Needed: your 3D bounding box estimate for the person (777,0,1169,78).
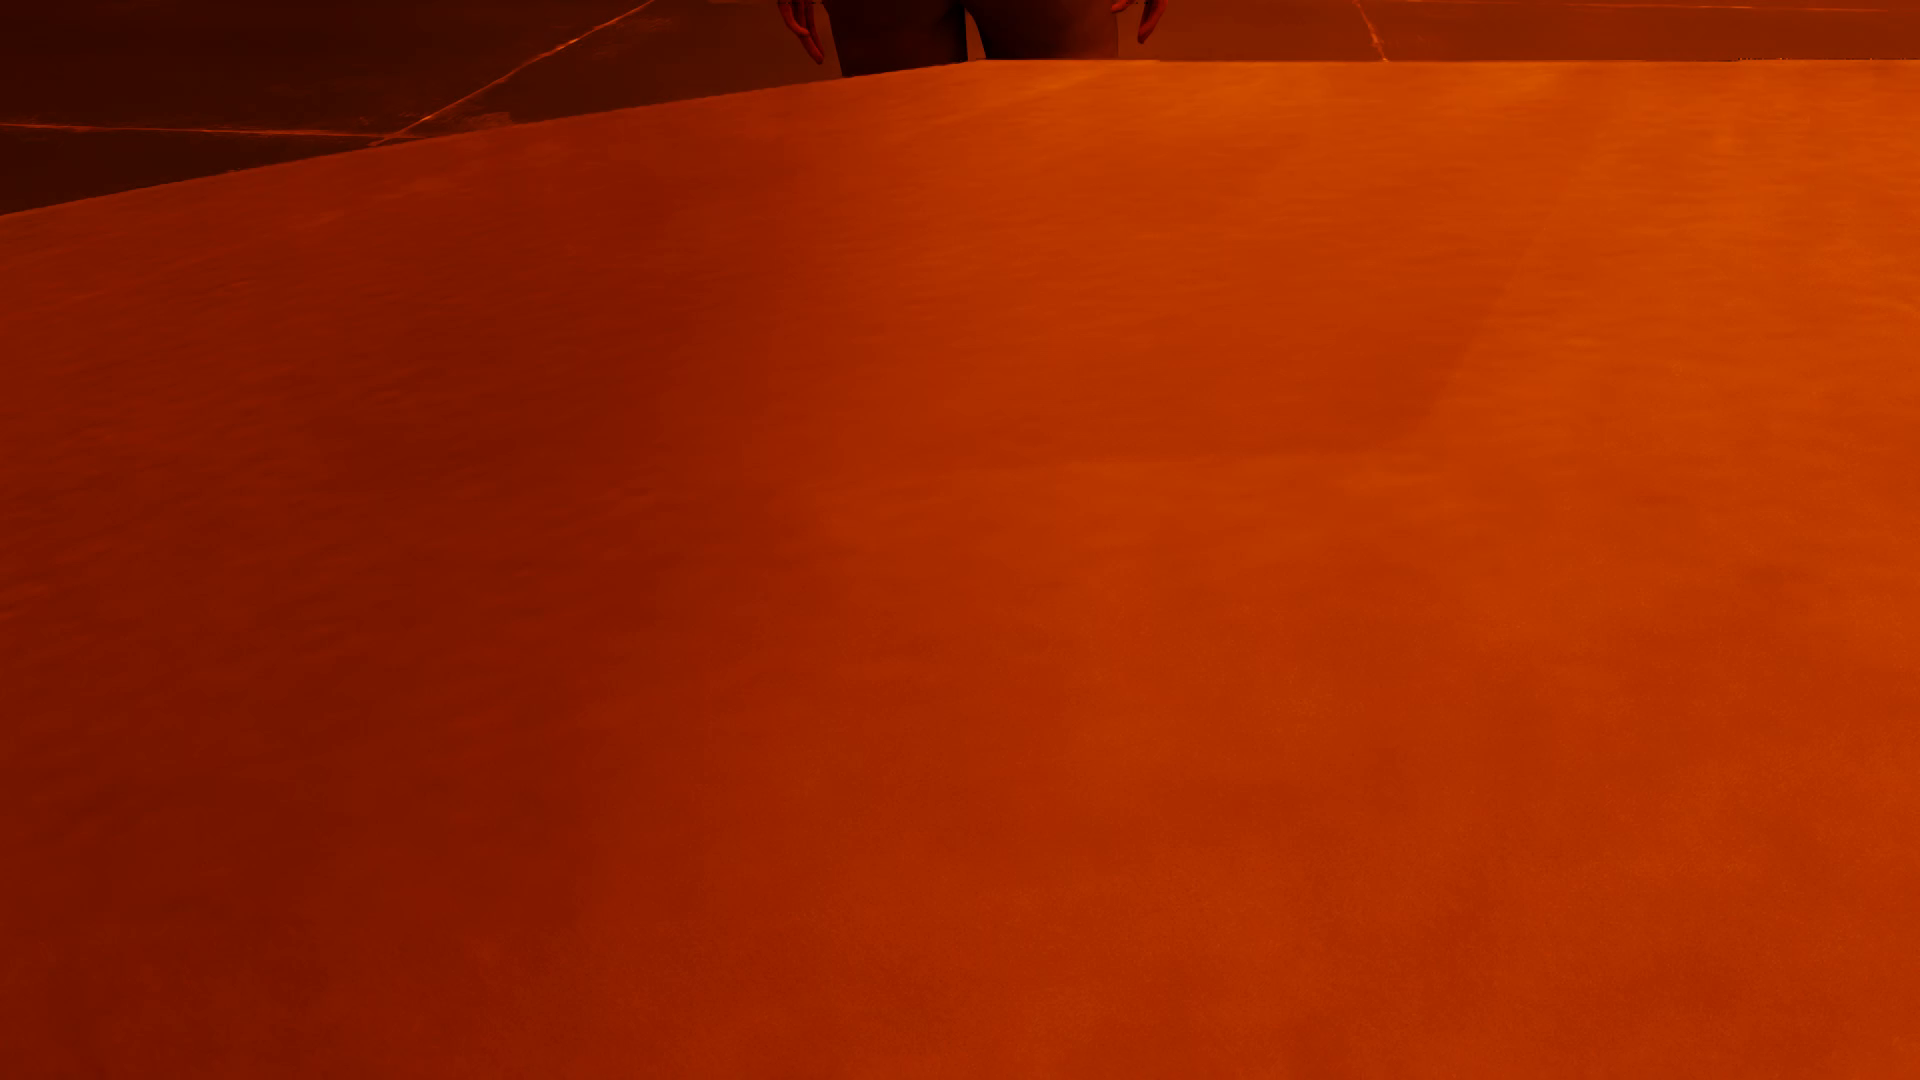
[{"bbox_3d":[0.031,-0.779,2.206,0.570,1.644,0.503,3,27,7],"label":"person"}]
